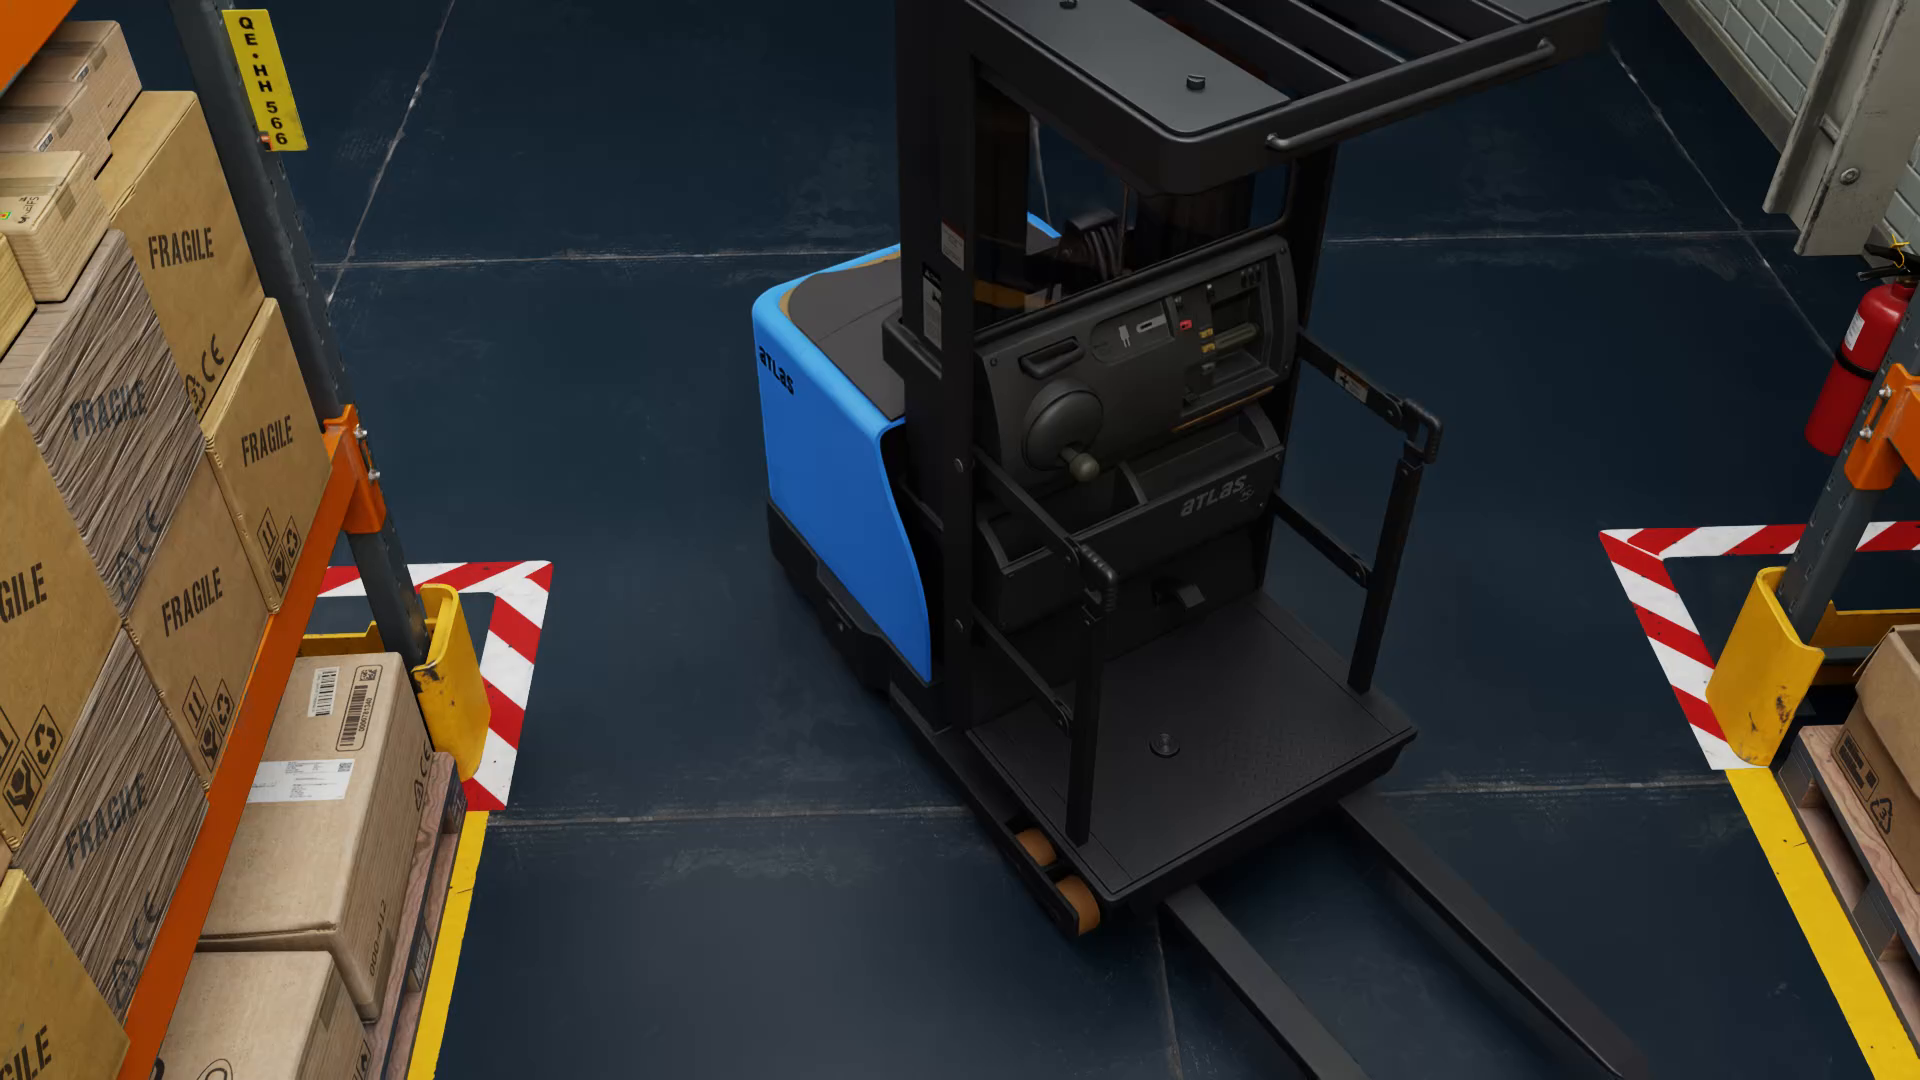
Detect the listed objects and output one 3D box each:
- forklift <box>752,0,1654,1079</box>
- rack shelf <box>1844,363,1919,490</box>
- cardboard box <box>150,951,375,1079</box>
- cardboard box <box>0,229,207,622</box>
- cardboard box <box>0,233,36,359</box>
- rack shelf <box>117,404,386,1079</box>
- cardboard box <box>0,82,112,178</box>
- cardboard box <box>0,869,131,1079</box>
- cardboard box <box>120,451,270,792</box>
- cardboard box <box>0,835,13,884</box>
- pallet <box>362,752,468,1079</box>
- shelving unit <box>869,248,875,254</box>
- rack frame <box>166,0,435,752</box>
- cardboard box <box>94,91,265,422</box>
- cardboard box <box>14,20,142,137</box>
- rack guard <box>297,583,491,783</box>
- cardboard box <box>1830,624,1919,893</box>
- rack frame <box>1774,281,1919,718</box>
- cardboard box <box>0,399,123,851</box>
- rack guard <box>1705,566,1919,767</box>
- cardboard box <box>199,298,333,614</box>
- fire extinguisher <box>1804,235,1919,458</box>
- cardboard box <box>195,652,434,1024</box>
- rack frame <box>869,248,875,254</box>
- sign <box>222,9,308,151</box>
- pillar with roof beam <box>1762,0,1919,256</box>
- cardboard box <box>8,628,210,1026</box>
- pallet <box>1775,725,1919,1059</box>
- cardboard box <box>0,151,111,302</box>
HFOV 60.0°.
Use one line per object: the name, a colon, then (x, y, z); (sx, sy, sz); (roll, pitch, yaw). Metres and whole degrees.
forklift: (0.578, -0.364, 3.978); (1.130, 2.935, 3.031); (-23, 47, -23)
rack shelf: (3.009, 1.009, 2.962); (1.077, 0.370, 4.000); (-2, 43, -2)
cardboard box: (-1.860, 1.388, 3.601); (0.875, 0.438, 0.875); (-1, 43, -1)
cardboard box: (-1.725, -0.197, 2.931); (0.500, 0.500, 0.500); (-2, 43, -2)
cardboard box: (-1.720, -0.356, 2.625); (0.380, 0.149, 0.250); (-1, 43, -1)
rack shelf: (-1.950, 1.154, 2.804); (1.077, 0.370, 4.000); (-2, 43, -2)
cardboard box: (-1.785, -0.699, 2.999); (0.380, 0.149, 0.250); (-1, 43, -1)
cardboard box: (-1.677, 0.854, 2.525); (0.500, 0.500, 0.500); (0, 43, -1)
cardboard box: (-1.744, 0.159, 3.283); (0.500, 0.500, 0.500); (-2, 43, -3)
cardboard box: (-1.688, 0.477, 2.196); (0.500, 0.500, 0.500); (-2, 43, -2)
pallet: (-1.923, 1.104, 4.390); (1.003, 0.211, 1.213); (-2, 43, -2)
shelving unit: (-0.143, -0.606, 5.745); (0.258, 0.900, 0.210); (-23, 47, -23)
rack frame: (-2.035, -0.462, 4.034); (1.000, 3.000, 0.127); (-2, 43, -2)
cardboard box: (-1.777, -0.549, 3.315); (0.500, 0.500, 0.500); (0, 43, 0)
cardboard box: (-1.820, -0.870, 3.185); (0.380, 0.149, 0.250); (-1, 43, -1)
rack guard: (-2.036, 0.443, 4.896); (1.175, 0.500, 0.348); (-2, 43, -2)
cardboard box: (2.855, 0.574, 4.440); (0.797, 0.503, 0.637); (-3, 43, -3)
rack frame: (2.924, -0.607, 4.192); (1.000, 3.000, 0.127); (-2, 43, -2)
cardboard box: (-1.708, 0.137, 2.566); (0.500, 0.500, 0.500); (-2, 43, -2)
rack guard: (2.927, 0.366, 4.981); (1.175, 0.500, 0.348); (-2, 43, -2)
cardboard box: (-1.750, -0.181, 3.653); (0.500, 0.500, 0.500); (-1, 43, -2)
fire extinguisher: (2.456, -0.527, 4.438); (0.296, 0.674, 0.183); (-2, 43, -2)
cardboard box: (-1.907, 0.771, 4.275); (0.875, 0.438, 0.875); (-3, 43, -3)
rack frame: (-0.198, -0.664, 5.808); (0.240, 0.900, 0.006); (-23, 47, -23)
sign: (-1.492, -0.982, 3.569); (0.100, 0.325, 0.005); (-2, 43, -2)
pillar with roof beam: (-0.591, -4.541, 4.044); (9.100, 9.000, 0.400); (-2, 43, -2)
cardboard box: (-1.712, 0.506, 2.905); (0.500, 0.500, 0.500); (-1, 43, -1)
pallet: (2.962, 1.011, 4.491); (1.003, 0.211, 1.213); (-2, 43, -2)
cardboard box: (-1.690, -0.527, 2.811); (0.380, 0.149, 0.250); (-2, 43, -2)
